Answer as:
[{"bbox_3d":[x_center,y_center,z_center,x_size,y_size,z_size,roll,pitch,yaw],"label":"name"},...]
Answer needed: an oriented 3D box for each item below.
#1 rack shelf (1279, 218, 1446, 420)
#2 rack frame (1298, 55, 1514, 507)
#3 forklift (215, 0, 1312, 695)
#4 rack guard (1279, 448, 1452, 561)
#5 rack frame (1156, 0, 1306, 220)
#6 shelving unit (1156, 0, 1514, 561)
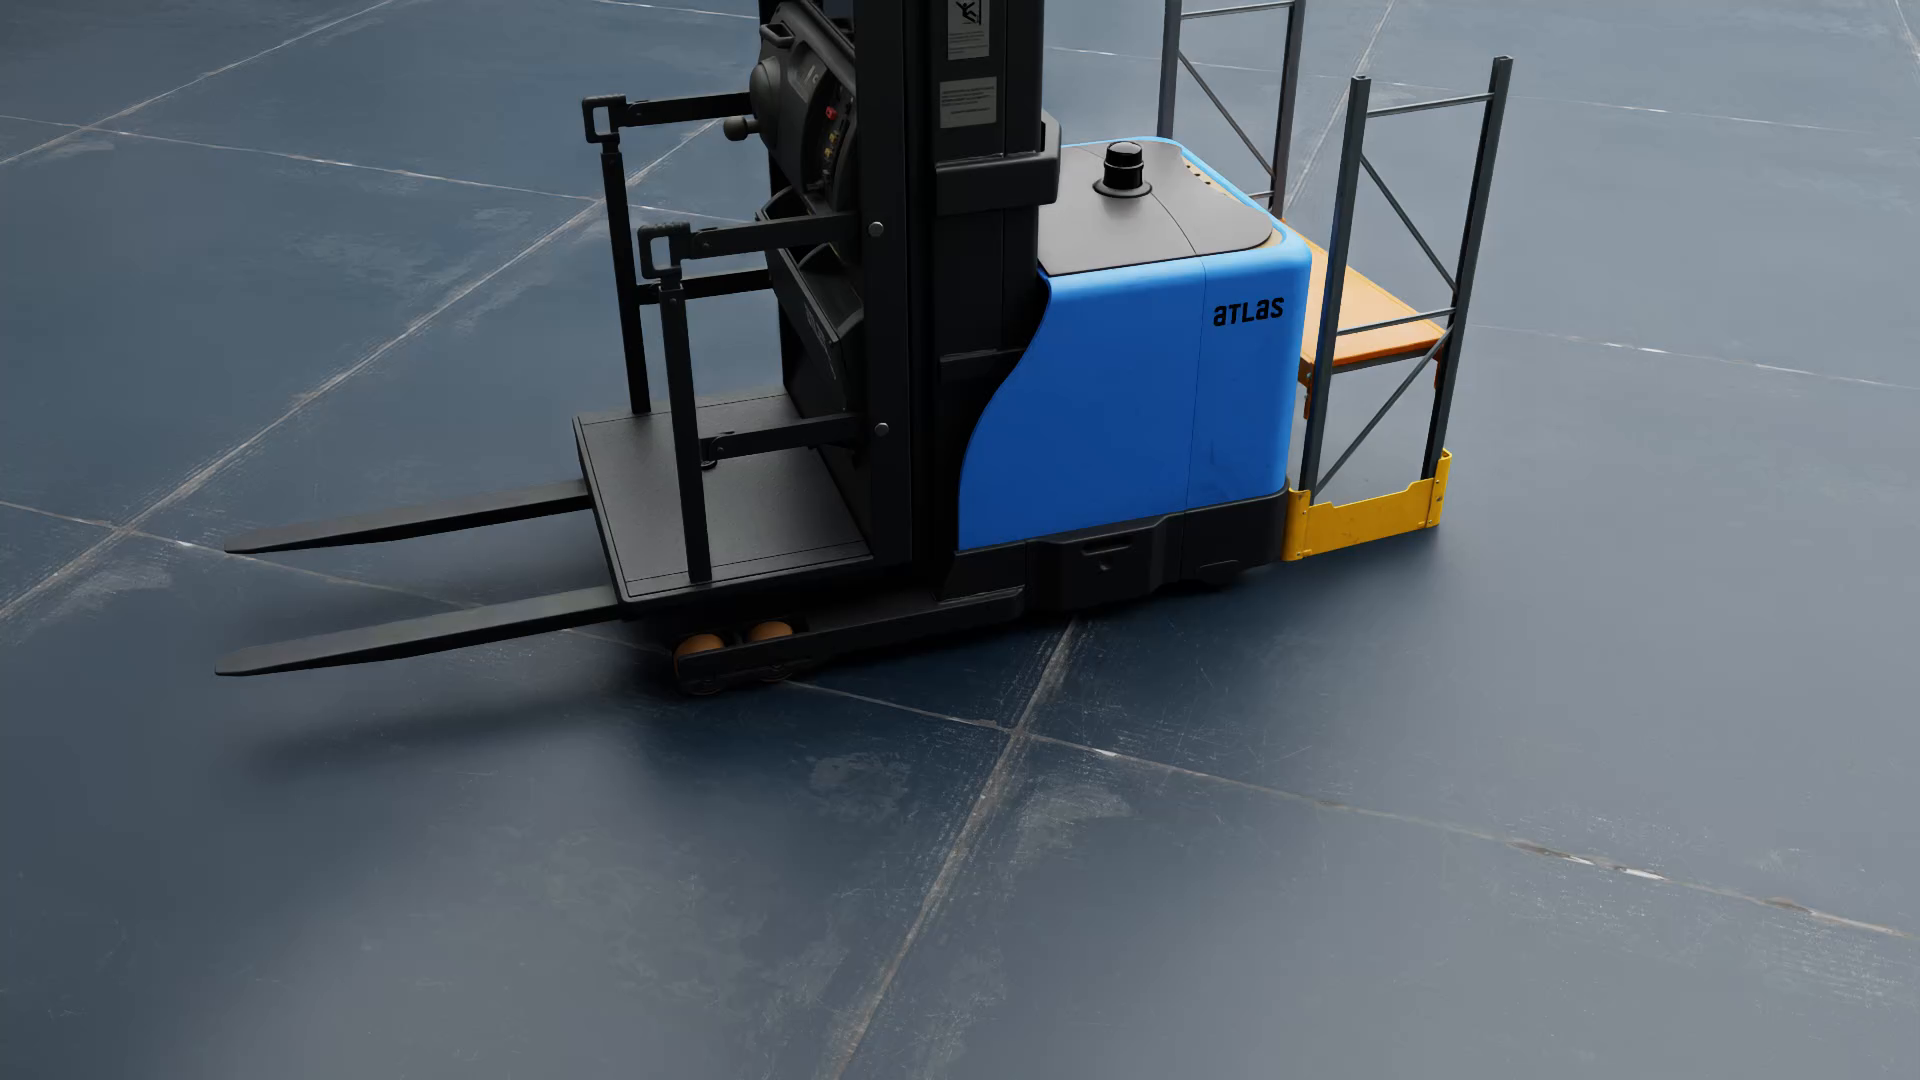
[{"bbox_3d":[1.071,-0.736,5.339,0.538,0.185,1.000,-13,35,-19],"label":"rack shelf"},{"bbox_3d":[1.265,-0.632,4.846,0.500,1.500,0.032,-13,35,-19],"label":"rack frame"},{"bbox_3d":[-0.594,-1.126,4.291,3.031,2.935,1.130,-10,34,-15],"label":"forklift"},{"bbox_3d":[1.258,-0.117,5.200,0.587,0.250,0.087,-13,35,-19],"label":"rack guard"},{"bbox_3d":[0.878,-1.142,5.636,0.500,1.500,0.032,-13,35,-19],"label":"rack frame"},{"bbox_3d":[1.068,-0.892,5.248,0.587,1.500,1.083,-13,35,-19],"label":"shelving unit"}]
